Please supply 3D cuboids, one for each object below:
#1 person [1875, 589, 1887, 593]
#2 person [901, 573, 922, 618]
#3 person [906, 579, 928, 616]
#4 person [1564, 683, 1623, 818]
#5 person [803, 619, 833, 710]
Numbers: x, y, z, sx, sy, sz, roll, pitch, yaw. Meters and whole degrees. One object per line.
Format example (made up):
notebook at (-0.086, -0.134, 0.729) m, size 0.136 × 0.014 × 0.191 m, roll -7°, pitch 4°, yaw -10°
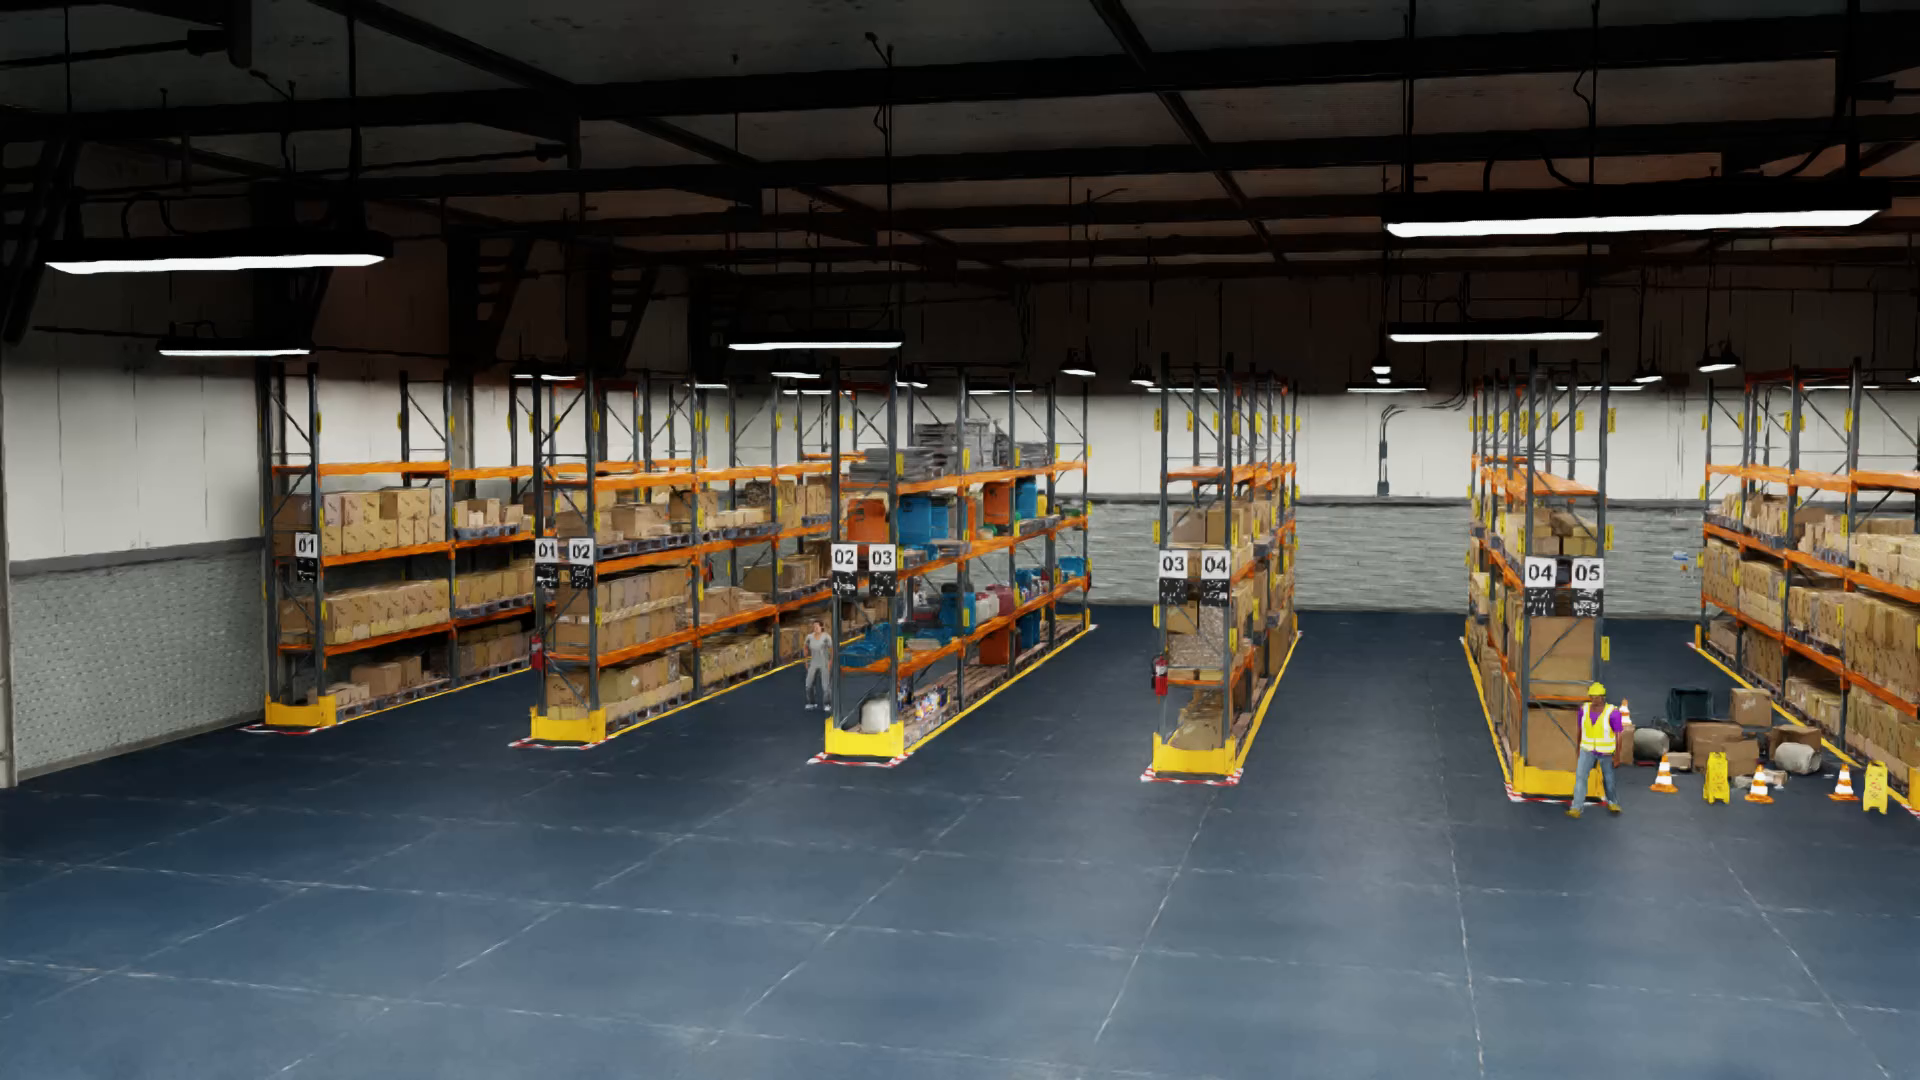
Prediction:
person at (20.853, 1.465, 37.803) m, size 0.675 × 1.770 × 0.618 m, roll -1°, pitch 4°, yaw -18°
person at (-1.215, 1.133, 42.584) m, size 0.601 × 1.748 × 0.679 m, roll -2°, pitch 5°, yaw -28°
person at (-0.957, 1.627, 36.427) m, size 0.495 × 1.589 × 1.086 m, roll 1°, pitch 4°, yaw 17°
person at (8.088, 2.662, 21.124) m, size 0.617 × 1.723 × 0.959 m, roll 3°, pitch 5°, yaw 38°
person at (-2.445, 2.166, 28.936) m, size 0.580 × 1.619 × 0.507 m, roll 1°, pitch 4°, yaw 12°
